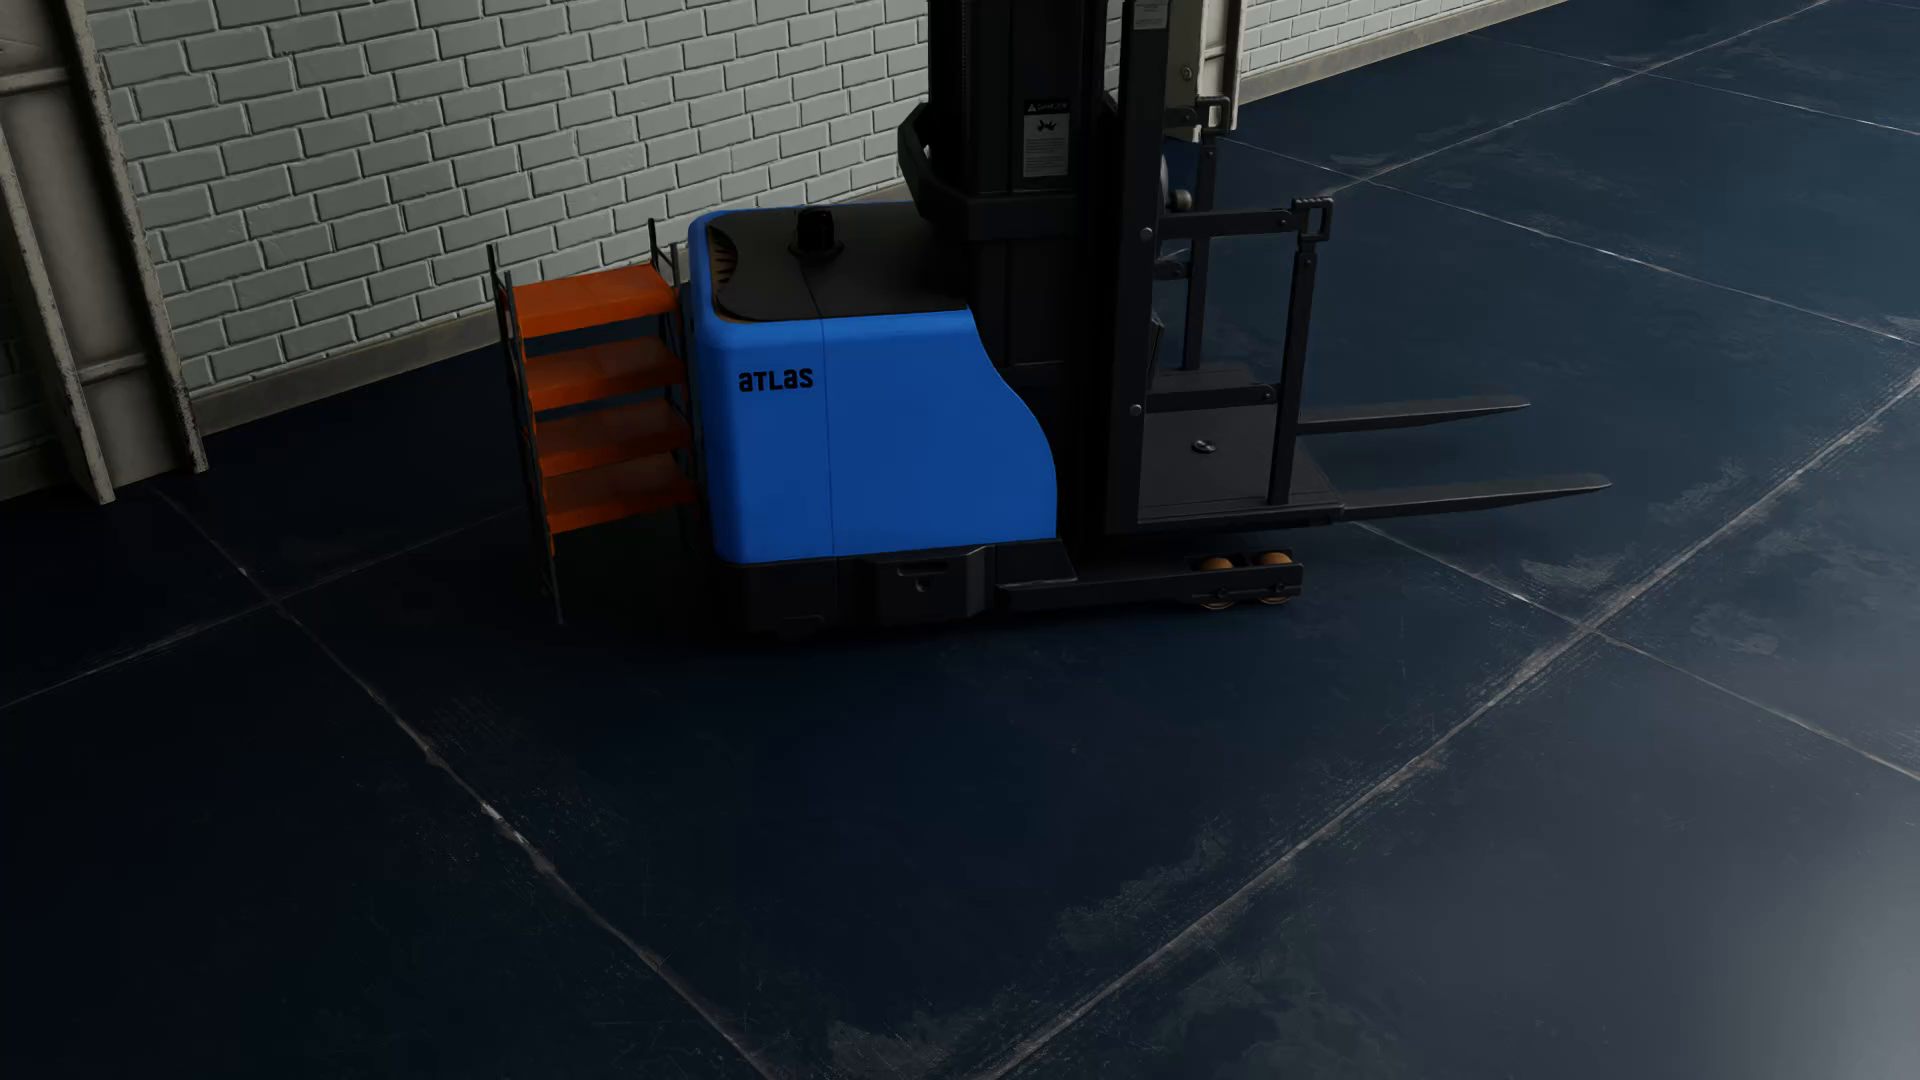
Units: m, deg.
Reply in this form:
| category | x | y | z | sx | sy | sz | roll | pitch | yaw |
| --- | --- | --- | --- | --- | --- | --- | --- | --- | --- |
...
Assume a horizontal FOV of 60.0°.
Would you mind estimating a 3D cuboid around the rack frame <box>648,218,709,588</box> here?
| category | x | y | z | sx | sy | sz | roll | pitch | yaw |
| --- | --- | --- | --- | --- | --- | --- | --- | --- | --- |
| rack frame | -0.889 | -0.410 | 5.270 | 0.015 | 1.200 | 0.240 | -14 | 34 | -22 |

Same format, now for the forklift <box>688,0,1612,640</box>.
| category | x | y | z | sx | sy | sz | roll | pitch | yaw |
| --- | --- | --- | --- | --- | --- | --- | --- | --- | --- |
| forklift | 0.662 | -1.293 | 5.054 | 3.031 | 2.935 | 1.130 | -5 | 32 | -8 |

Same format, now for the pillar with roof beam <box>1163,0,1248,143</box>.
| category | x | y | z | sx | sy | sz | roll | pitch | yaw |
| --- | --- | --- | --- | --- | --- | --- | --- | --- | --- |
| pillar with roof beam | 4.287 | -4.573 | 4.603 | 0.400 | 9.000 | 9.100 | -26 | 40 | -35 |

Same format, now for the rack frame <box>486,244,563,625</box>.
| category | x | y | z | sx | sy | sz | roll | pitch | yaw |
| --- | --- | --- | --- | --- | --- | --- | --- | --- | --- |
| rack frame | -1.326 | -0.297 | 5.085 | 0.015 | 1.200 | 0.240 | -14 | 34 | -22 |

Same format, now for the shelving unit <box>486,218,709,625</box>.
| category | x | y | z | sx | sy | sz | roll | pitch | yaw |
| --- | --- | --- | --- | --- | --- | --- | --- | --- | --- |
| shelving unit | -1.107 | -0.353 | 5.178 | 0.503 | 1.200 | 0.258 | -14 | 34 | -22 |

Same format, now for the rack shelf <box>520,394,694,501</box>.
| category | x | y | z | sx | sy | sz | roll | pitch | yaw |
| --- | --- | --- | --- | --- | --- | --- | --- | --- | --- |
| rack shelf | -1.107 | -0.296 | 5.213 | 0.480 | 0.148 | 0.258 | -14 | 34 | -22 |

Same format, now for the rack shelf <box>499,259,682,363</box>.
| category | x | y | z | sx | sy | sz | roll | pitch | yaw |
| --- | --- | --- | --- | --- | --- | --- | --- | --- | --- |
| rack shelf | -1.107 | -0.689 | 4.973 | 0.480 | 0.148 | 0.258 | -14 | 34 | -22 |

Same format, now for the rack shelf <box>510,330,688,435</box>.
| category | x | y | z | sx | sy | sz | roll | pitch | yaw |
| --- | --- | --- | --- | --- | --- | --- | --- | --- | --- |
| rack shelf | -1.107 | -0.487 | 5.096 | 0.480 | 0.148 | 0.258 | -14 | 34 | -22 |

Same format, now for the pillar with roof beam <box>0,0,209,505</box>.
| category | x | y | z | sx | sy | sz | roll | pitch | yaw |
| --- | --- | --- | --- | --- | --- | --- | --- | --- | --- |
| pillar with roof beam | -0.113 | -2.445 | 1.123 | 0.400 | 9.000 | 9.100 | -26 | 40 | -35 |

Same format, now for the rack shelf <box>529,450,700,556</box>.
| category | x | y | z | sx | sy | sz | roll | pitch | yaw |
| --- | --- | --- | --- | --- | --- | --- | --- | --- | --- |
| rack shelf | -1.107 | -0.127 | 5.316 | 0.480 | 0.148 | 0.258 | -14 | 34 | -22 |
